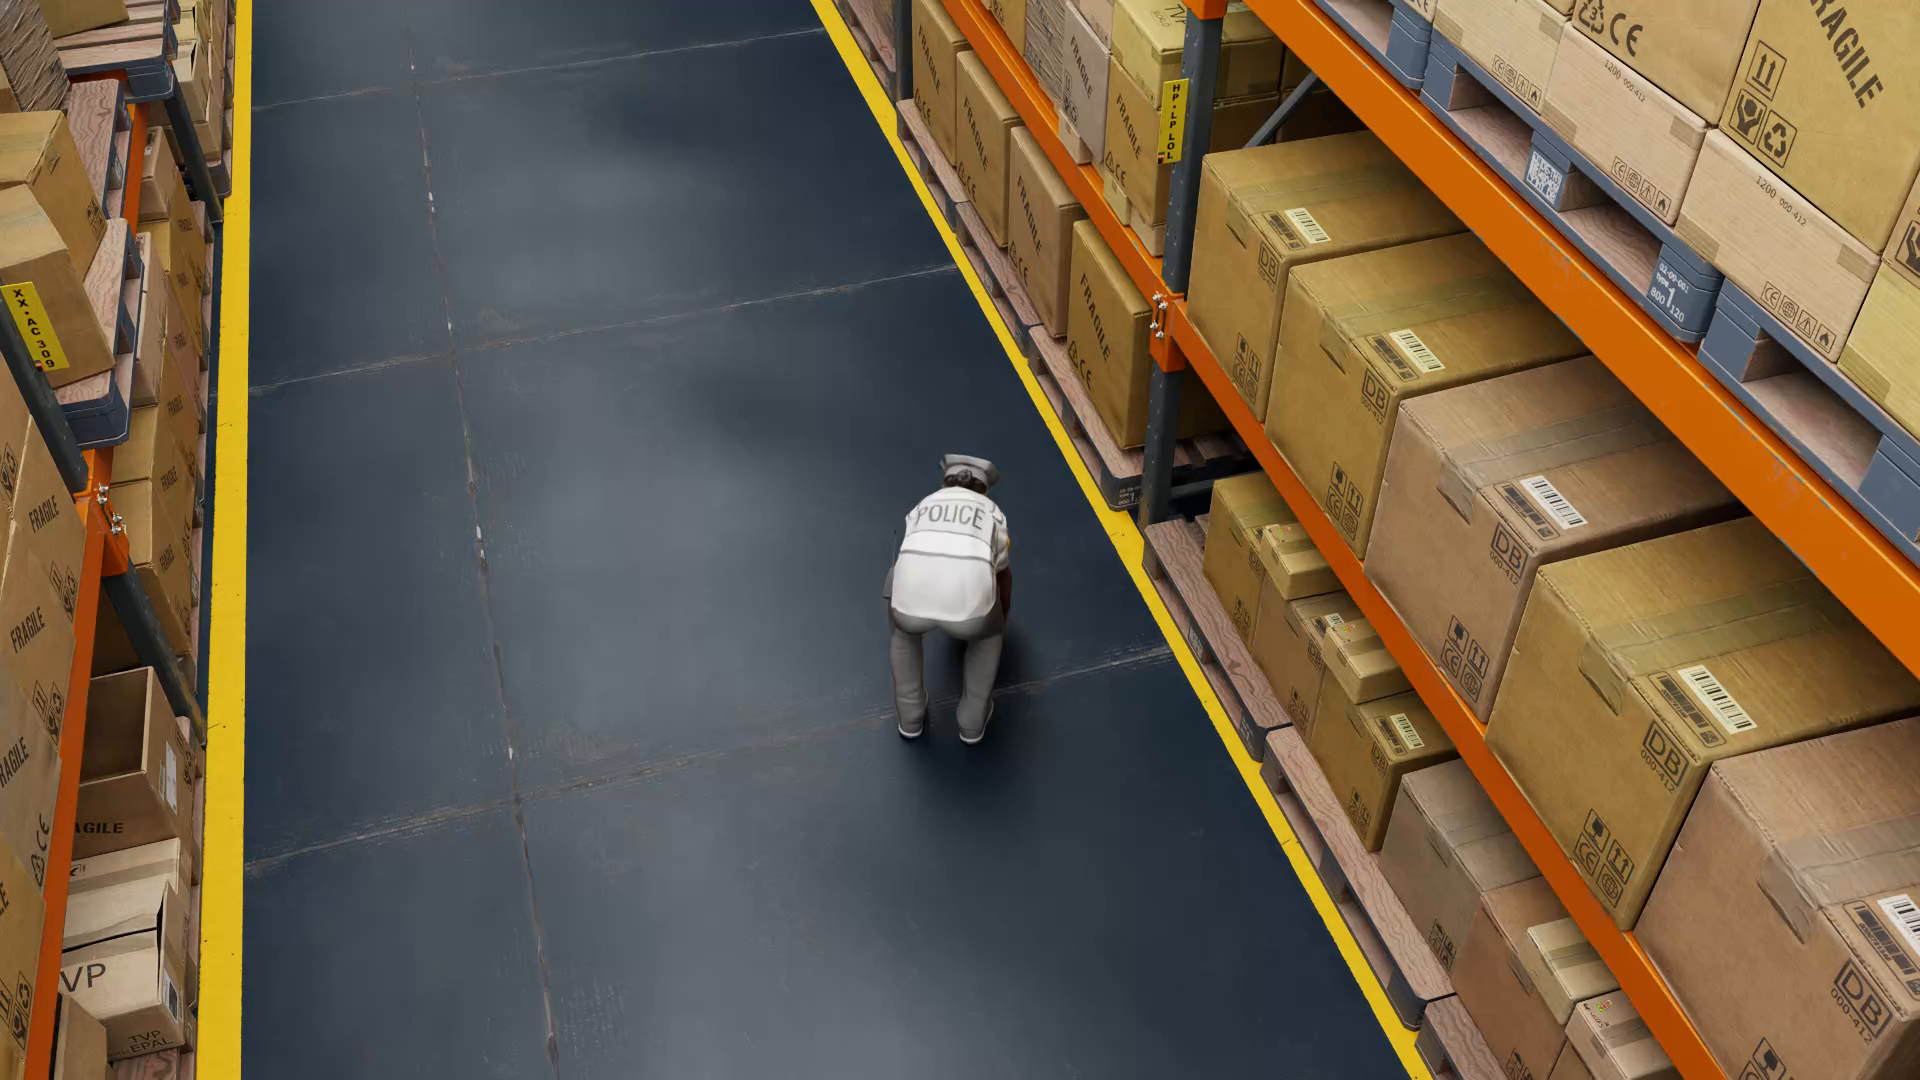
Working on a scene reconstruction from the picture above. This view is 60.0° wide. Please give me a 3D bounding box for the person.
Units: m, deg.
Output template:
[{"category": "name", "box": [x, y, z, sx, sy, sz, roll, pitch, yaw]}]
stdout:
[{"category": "person", "box": [-0.040, 0.211, 6.433, 0.461, 0.987, 0.926, 3, 43, 4]}]
